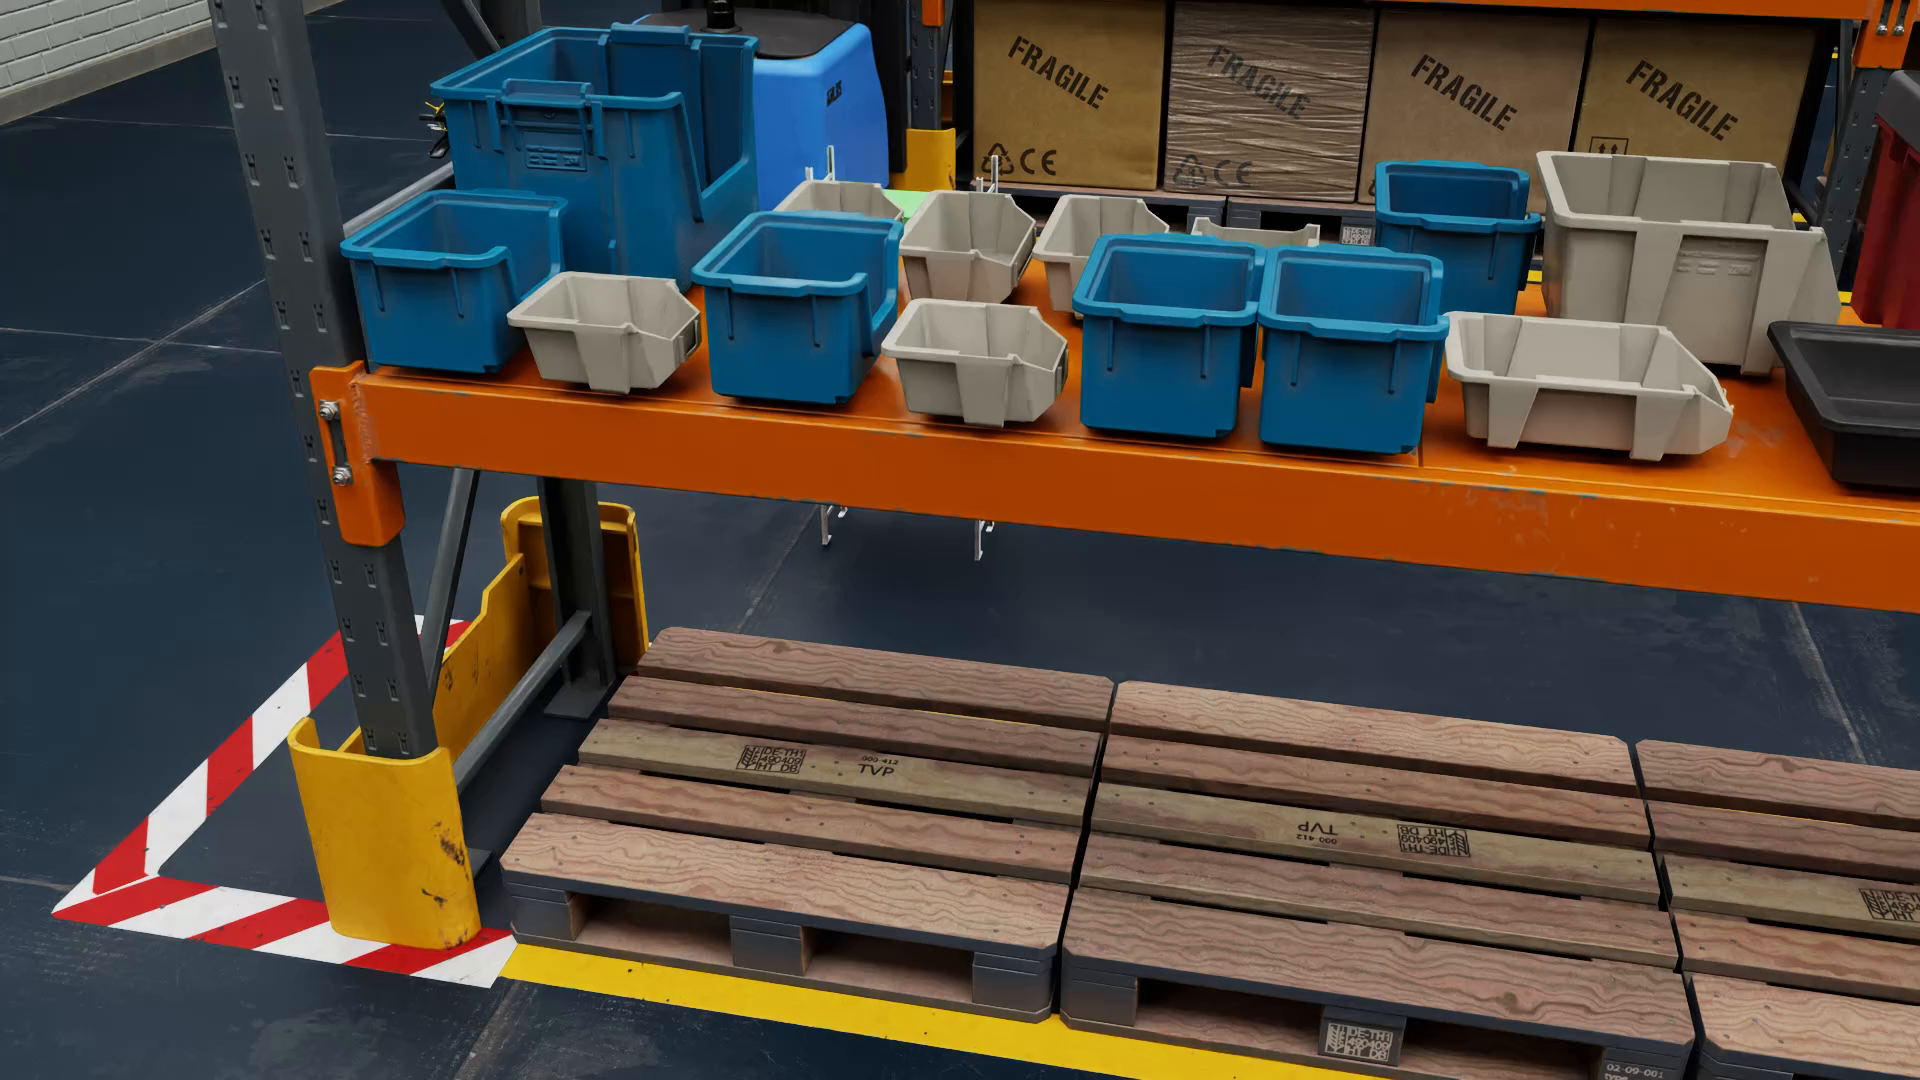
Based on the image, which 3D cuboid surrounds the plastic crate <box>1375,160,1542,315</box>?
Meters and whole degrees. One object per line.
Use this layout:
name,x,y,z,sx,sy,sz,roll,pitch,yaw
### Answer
plastic crate,0.964,-0.579,3.296,0.300,0.233,0.416,6,29,11

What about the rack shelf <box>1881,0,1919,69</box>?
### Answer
rack shelf,5.804,-2.120,6.748,4.000,0.370,1.077,6,29,11

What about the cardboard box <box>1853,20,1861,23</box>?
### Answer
cardboard box,6.168,-3.792,11.219,0.500,0.500,0.500,7,30,13

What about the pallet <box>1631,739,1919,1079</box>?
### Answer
pallet,2.087,0.857,3.464,1.213,0.211,1.003,6,29,11

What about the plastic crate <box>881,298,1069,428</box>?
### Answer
plastic crate,0.035,-0.304,2.893,0.298,0.136,0.250,6,29,11

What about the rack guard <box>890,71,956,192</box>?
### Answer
rack guard,-0.087,-1.944,8.279,0.348,0.500,1.175,6,29,11

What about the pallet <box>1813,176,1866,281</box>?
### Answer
pallet,4.619,-1.371,7.535,1.213,0.211,1.003,6,29,11

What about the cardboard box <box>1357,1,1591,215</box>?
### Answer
cardboard box,2.339,-2.083,7.706,0.875,0.875,0.875,6,29,11

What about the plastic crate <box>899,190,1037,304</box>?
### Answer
plastic crate,0.018,-0.590,3.415,0.243,0.136,0.396,6,29,11

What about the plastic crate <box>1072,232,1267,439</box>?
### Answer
plastic crate,0.363,-0.353,2.883,0.300,0.233,0.416,6,29,11

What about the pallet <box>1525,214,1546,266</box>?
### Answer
pallet,3.121,-1.526,7.818,1.213,0.211,1.003,6,29,11

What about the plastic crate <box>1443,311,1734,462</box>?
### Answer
plastic crate,1.048,-0.254,2.803,0.466,0.136,0.293,6,29,11

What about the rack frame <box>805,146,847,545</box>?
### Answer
rack frame,-0.401,-0.567,5.037,0.015,1.200,0.240,6,29,11

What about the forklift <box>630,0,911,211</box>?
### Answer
forklift,-0.727,-2.895,7.486,1.130,2.935,3.031,6,29,11

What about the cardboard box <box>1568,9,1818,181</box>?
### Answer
cardboard box,3.220,-1.992,7.541,0.875,0.875,0.875,6,29,11

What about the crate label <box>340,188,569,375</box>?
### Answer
crate label,-0.925,-0.485,3.124,0.303,0.233,0.416,6,29,11

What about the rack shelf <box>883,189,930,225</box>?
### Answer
rack shelf,-0.162,-0.908,4.792,0.480,0.148,0.258,6,29,11

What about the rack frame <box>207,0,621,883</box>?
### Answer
rack frame,-1.098,-0.711,3.426,0.127,3.000,1.000,6,29,11

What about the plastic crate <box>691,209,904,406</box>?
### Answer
plastic crate,-0.281,-0.419,3.004,0.300,0.233,0.416,6,29,11

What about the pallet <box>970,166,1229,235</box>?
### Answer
pallet,0.735,-1.771,8.265,1.213,0.211,1.003,6,29,11

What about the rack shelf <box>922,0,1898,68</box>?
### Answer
rack shelf,1.892,-2.521,7.481,4.000,0.370,1.077,6,29,11

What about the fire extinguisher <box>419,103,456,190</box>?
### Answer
fire extinguisher,-1.150,-0.743,3.952,0.183,0.674,0.296,6,29,11

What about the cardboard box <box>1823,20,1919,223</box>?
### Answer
cardboard box,4.478,-1.834,7.251,0.875,0.875,1.225,6,29,11

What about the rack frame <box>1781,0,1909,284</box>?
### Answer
rack frame,3.848,-2.636,6.942,0.127,3.000,1.000,6,29,11

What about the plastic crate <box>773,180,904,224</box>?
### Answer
plastic crate,-0.262,-0.625,3.481,0.243,0.136,0.396,6,29,11

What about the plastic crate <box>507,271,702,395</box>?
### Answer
plastic crate,-0.629,-0.372,3.018,0.298,0.136,0.250,6,29,11

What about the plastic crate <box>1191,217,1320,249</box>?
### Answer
plastic crate,0.589,-0.552,3.347,0.250,0.136,0.298,6,29,11

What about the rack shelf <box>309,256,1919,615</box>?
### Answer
rack shelf,0.858,-0.195,3.232,4.000,0.370,1.077,6,29,11

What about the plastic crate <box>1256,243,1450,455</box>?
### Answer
plastic crate,0.656,-0.323,2.828,0.300,0.233,0.416,6,29,11

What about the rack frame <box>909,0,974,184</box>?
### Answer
rack frame,-0.063,-3.038,7.675,0.127,3.000,1.000,6,29,11

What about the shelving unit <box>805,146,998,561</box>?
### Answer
shelving unit,-0.162,-0.543,4.992,0.503,1.200,0.258,6,29,11

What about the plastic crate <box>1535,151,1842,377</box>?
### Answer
plastic crate,1.359,-0.524,3.145,0.530,0.282,0.437,6,29,11

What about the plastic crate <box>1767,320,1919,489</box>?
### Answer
plastic crate,1.663,-0.202,2.720,0.590,0.125,0.437,6,29,11

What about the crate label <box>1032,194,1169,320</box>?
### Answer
crate label,0.295,-0.573,3.385,0.243,0.136,0.396,6,29,11

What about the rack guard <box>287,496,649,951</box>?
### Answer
rack guard,-1.124,0.389,4.020,0.348,0.500,1.175,6,29,11

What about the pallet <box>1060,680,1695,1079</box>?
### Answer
pallet,0.890,0.736,3.686,1.213,0.211,1.003,6,29,11

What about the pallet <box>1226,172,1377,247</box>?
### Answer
pallet,1.924,-1.648,8.040,1.213,0.211,1.003,6,29,11

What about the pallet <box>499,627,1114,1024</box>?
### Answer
pallet,-0.299,0.613,3.911,1.213,0.211,1.003,6,29,11

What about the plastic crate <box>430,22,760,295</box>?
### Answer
plastic crate,-0.731,-0.807,3.502,0.499,0.435,0.616,6,29,11

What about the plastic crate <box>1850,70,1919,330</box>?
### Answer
plastic crate,1.993,-0.572,3.042,0.583,0.464,0.402,6,29,11

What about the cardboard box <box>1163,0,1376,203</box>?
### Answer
cardboard box,1.469,-2.172,7.869,0.875,0.875,0.875,6,29,11

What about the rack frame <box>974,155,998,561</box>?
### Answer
rack frame,0.077,-0.518,4.948,0.015,1.200,0.240,6,29,11

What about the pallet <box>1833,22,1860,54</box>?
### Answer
pallet,5.745,-3.655,11.707,1.213,0.211,1.003,6,29,11

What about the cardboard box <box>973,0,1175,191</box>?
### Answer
cardboard box,0.579,-2.263,8.035,0.875,0.875,0.875,6,29,11
